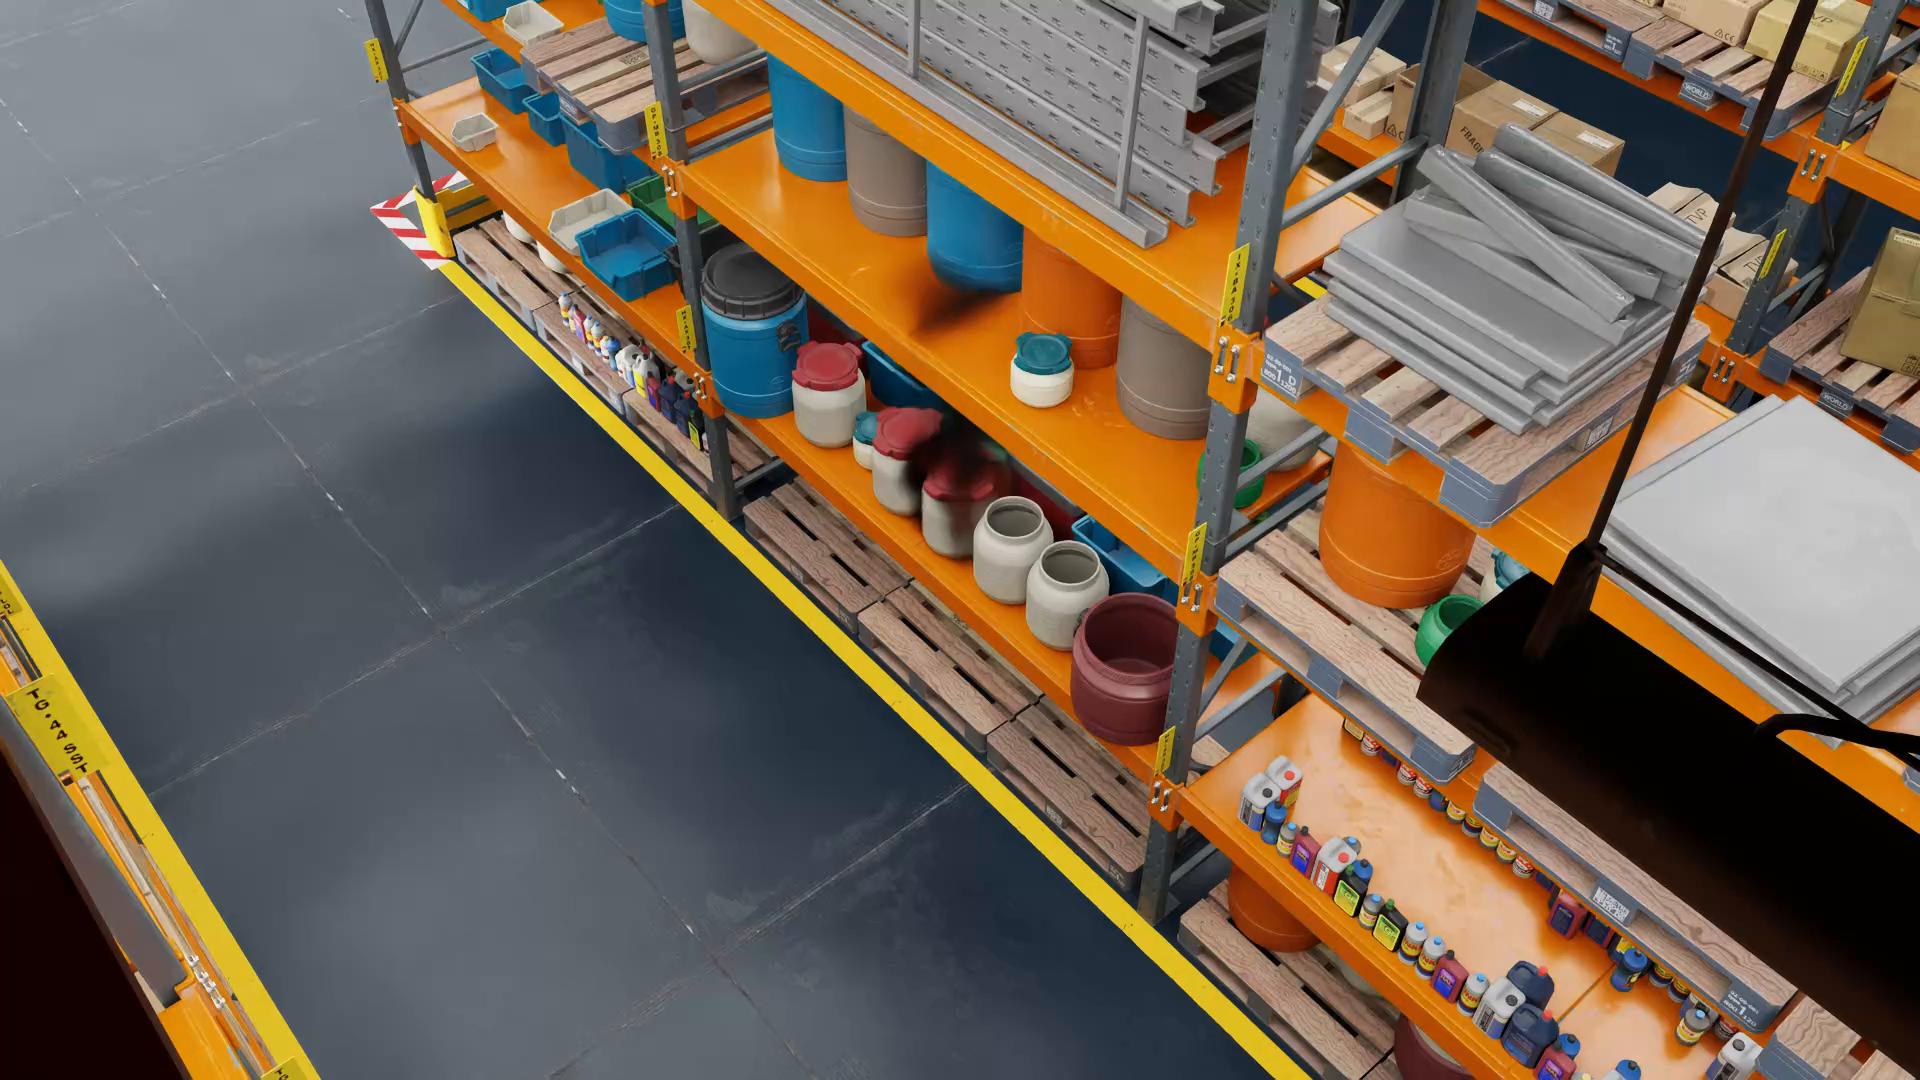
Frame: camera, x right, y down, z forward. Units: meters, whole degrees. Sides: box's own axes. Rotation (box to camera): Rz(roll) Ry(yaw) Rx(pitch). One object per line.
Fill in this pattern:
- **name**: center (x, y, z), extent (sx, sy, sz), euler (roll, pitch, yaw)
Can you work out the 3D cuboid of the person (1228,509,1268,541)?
- **person**: center (1.640, -0.792, 10.119), extent (0.820, 1.793, 0.628), euler (24, 51, 21)
